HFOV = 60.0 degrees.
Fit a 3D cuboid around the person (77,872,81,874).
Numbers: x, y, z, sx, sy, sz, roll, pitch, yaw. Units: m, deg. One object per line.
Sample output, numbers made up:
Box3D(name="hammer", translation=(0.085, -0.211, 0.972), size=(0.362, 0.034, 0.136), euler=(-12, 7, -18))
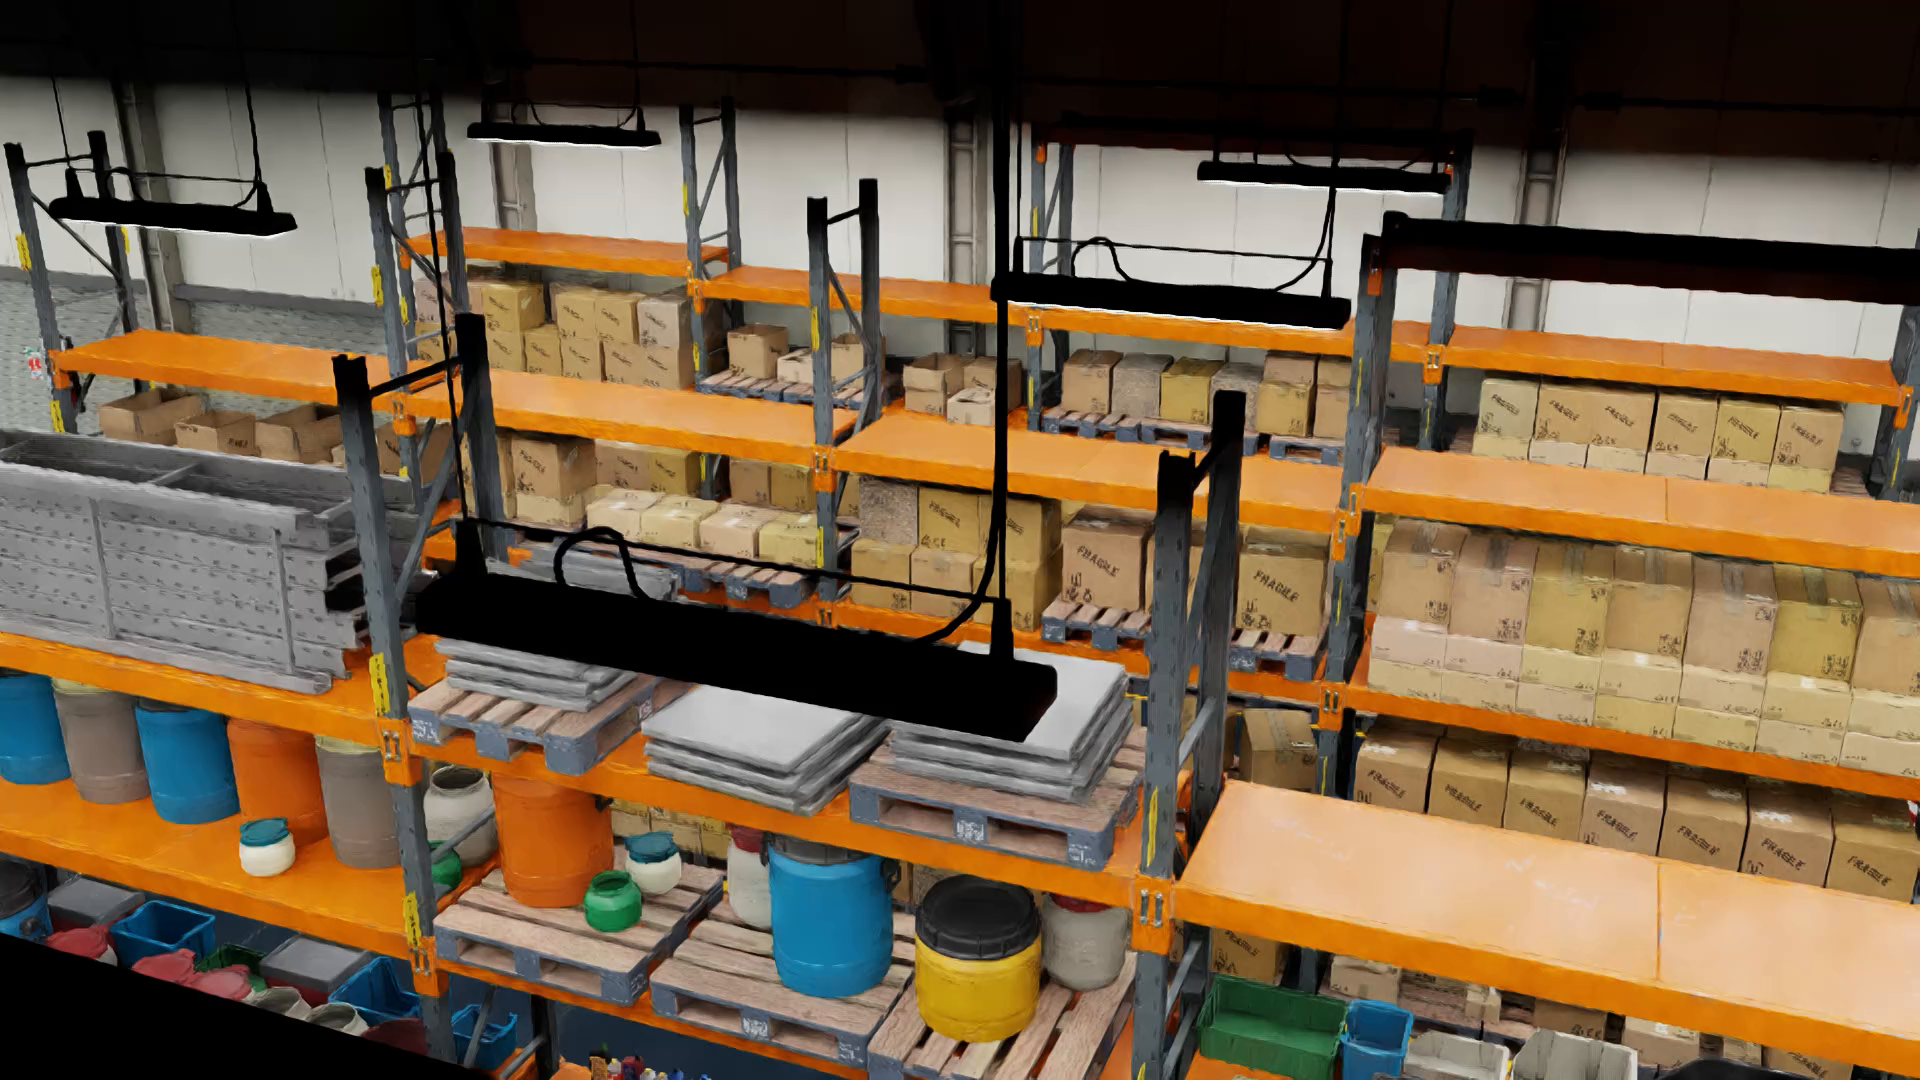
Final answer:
Box3D(name="person", translation=(-7.164, 2.515, 13.601), size=(0.948, 1.539, 0.432), euler=(8, 22, 19))
